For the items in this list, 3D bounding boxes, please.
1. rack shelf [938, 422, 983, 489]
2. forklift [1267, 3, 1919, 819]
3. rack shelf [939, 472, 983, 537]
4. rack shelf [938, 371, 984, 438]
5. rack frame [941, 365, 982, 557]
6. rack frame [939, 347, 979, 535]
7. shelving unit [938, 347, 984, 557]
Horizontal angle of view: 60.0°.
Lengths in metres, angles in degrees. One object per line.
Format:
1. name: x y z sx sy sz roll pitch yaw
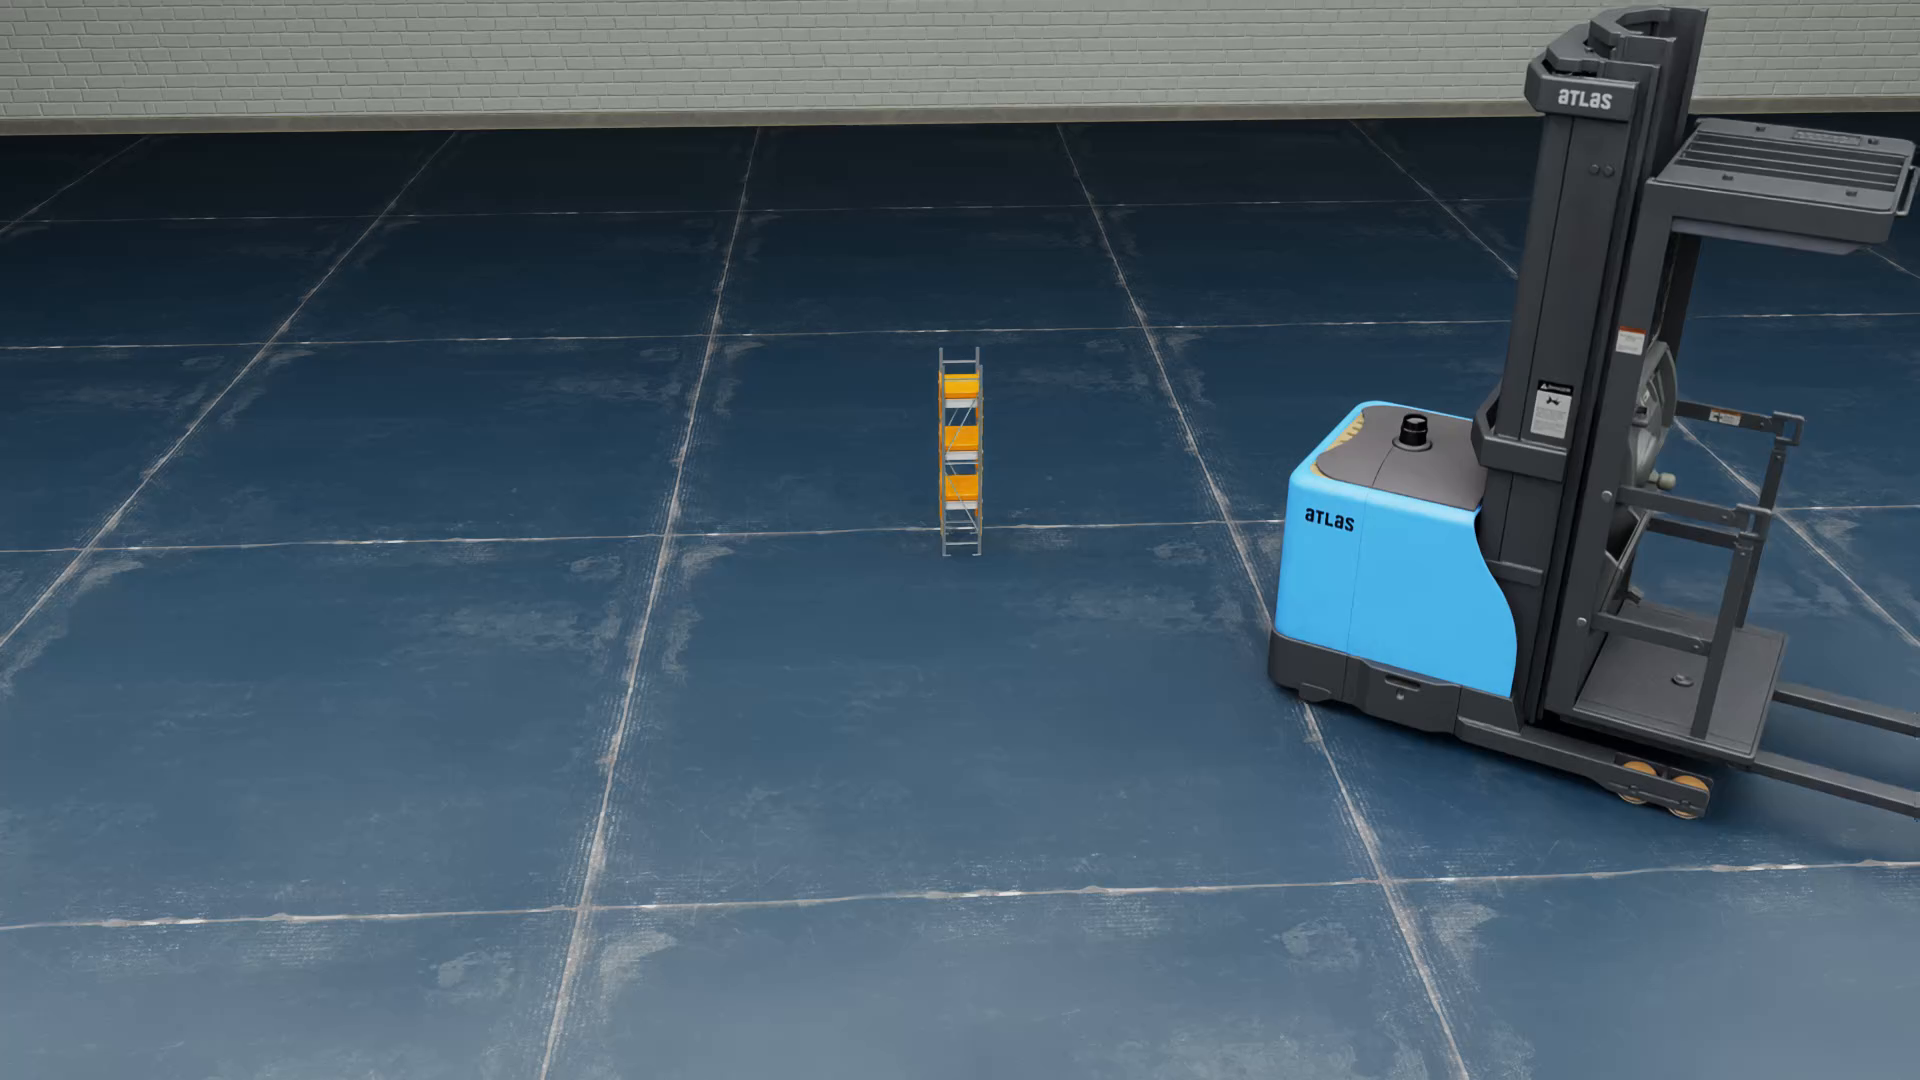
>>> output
1. rack shelf: 0.003 -0.431 8.465 0.215 0.259 0.240 -1 28 -3
2. forklift: 2.907 -0.472 6.485 3.031 2.935 1.130 15 31 27
3. rack shelf: 0.003 -0.185 8.593 0.215 0.259 0.240 -1 28 -3
4. rack shelf: 0.003 -0.683 8.334 0.215 0.259 0.240 -1 28 -3
5. rack frame: 0.009 -0.384 8.352 0.200 1.050 0.008 -1 28 -3
6. rack frame: -0.004 -0.497 8.568 0.200 1.050 0.008 -1 28 -3
7. shelving unit: 0.003 -0.441 8.460 0.215 1.050 0.252 -1 28 -3
